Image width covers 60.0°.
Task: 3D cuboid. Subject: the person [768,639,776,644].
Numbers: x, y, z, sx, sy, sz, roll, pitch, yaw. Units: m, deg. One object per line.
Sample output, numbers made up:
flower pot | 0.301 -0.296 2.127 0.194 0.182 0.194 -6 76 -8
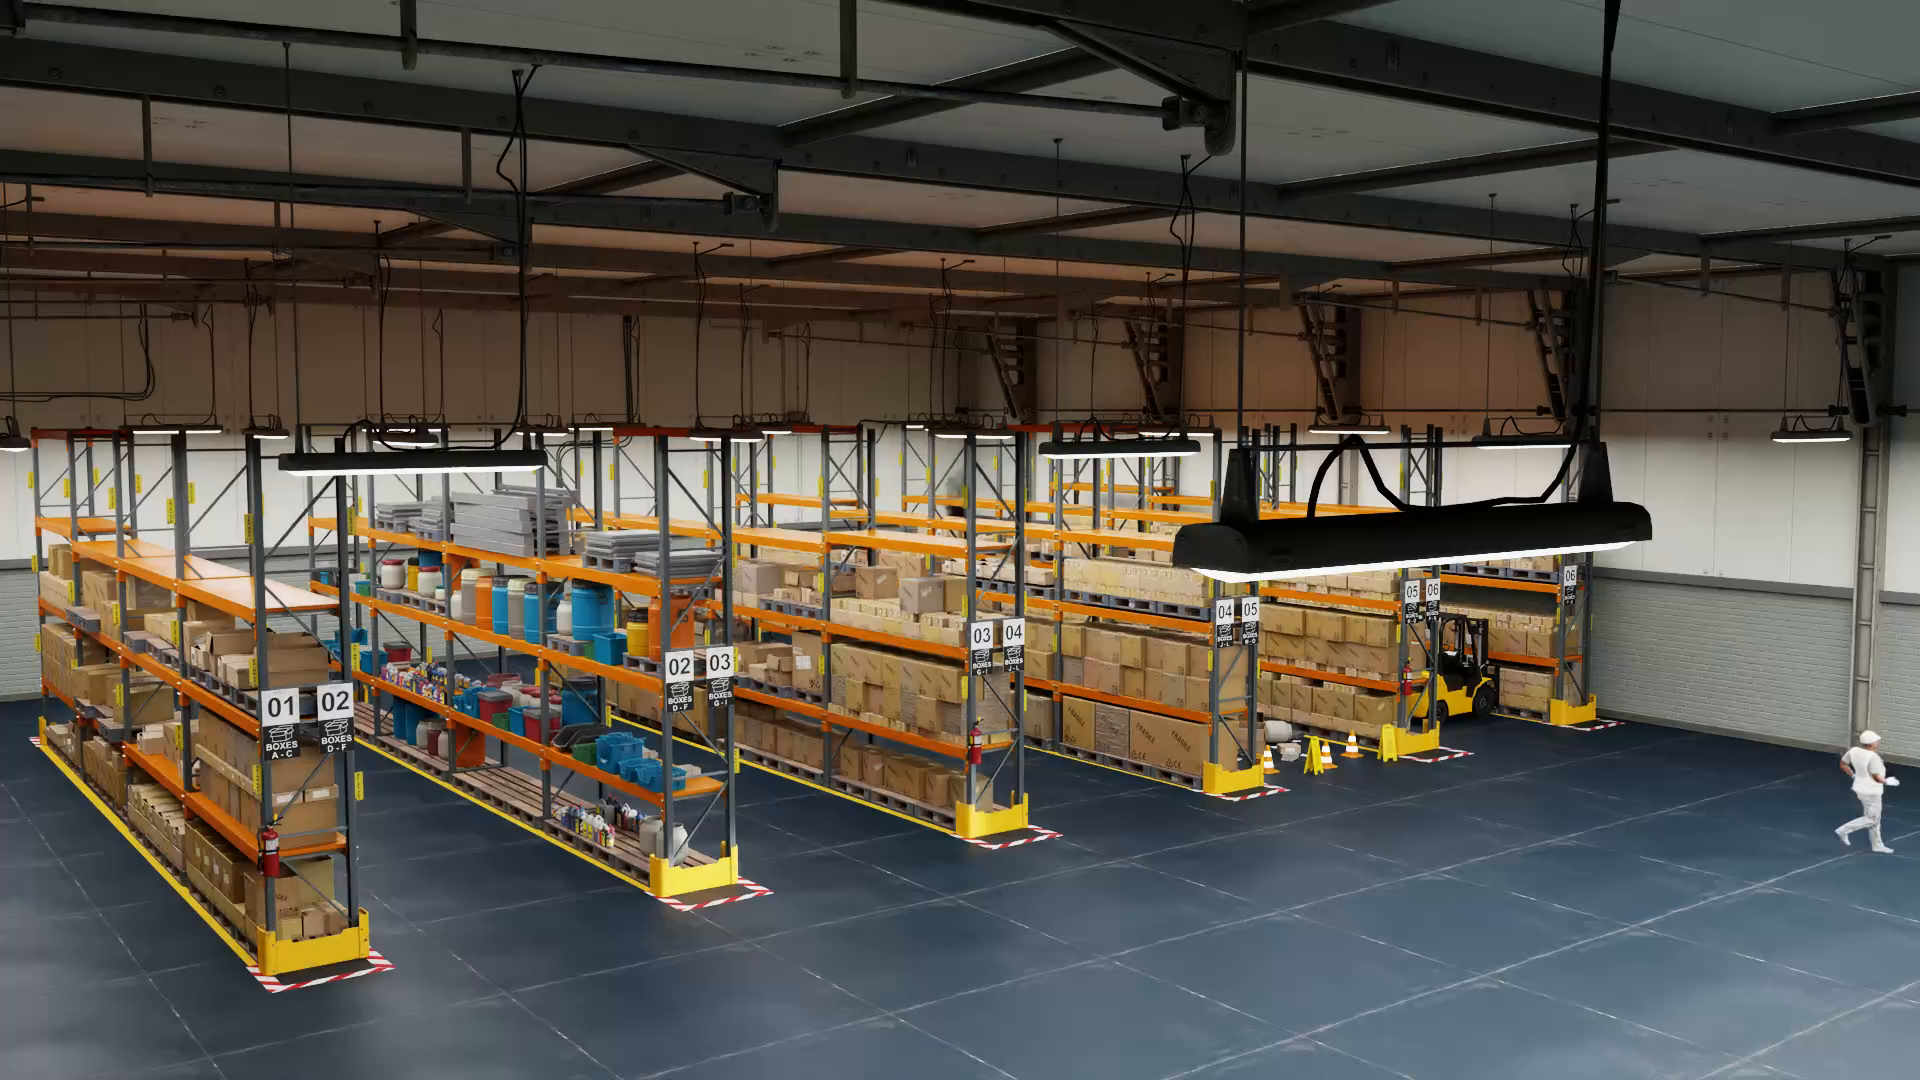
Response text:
person | -3.802 2.906 33.778 0.533 1.620 0.714 -4 6 -39

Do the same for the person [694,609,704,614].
person | -6.202 2.431 39.149 0.675 1.629 0.822 0 4 -4

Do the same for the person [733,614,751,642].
person | -4.996 2.511 37.746 0.749 1.738 0.691 -3 5 -35

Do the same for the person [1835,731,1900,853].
person | 12.886 3.595 23.667 0.916 1.782 0.682 0 4 -2

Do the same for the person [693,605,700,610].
person | -6.447 2.330 39.867 0.733 1.732 0.852 1 5 18
